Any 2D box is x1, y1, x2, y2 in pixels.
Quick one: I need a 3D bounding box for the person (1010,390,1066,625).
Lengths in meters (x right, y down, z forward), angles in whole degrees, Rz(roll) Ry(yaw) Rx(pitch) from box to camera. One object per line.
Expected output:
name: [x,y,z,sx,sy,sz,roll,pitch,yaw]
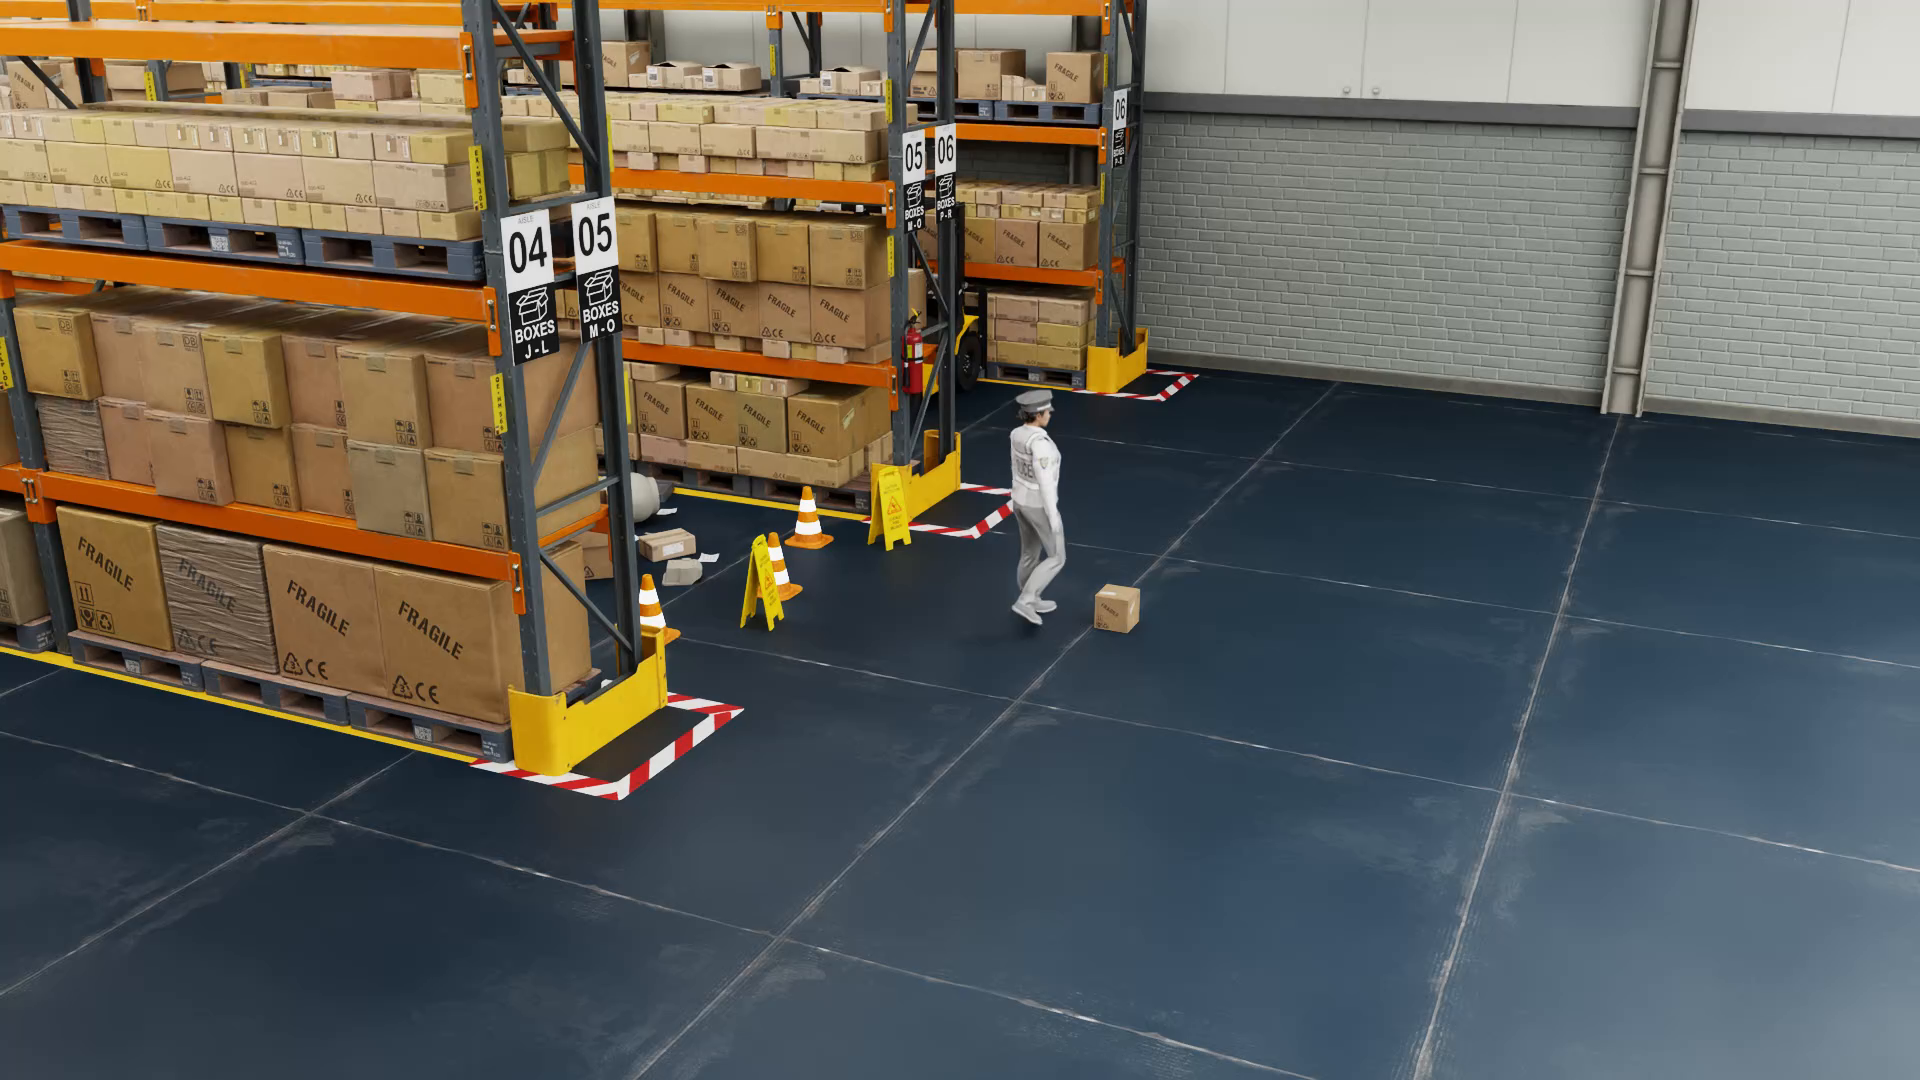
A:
person: [0.517,-0.231,11.689,0.485,1.672,0.516,-9,21,-24]
